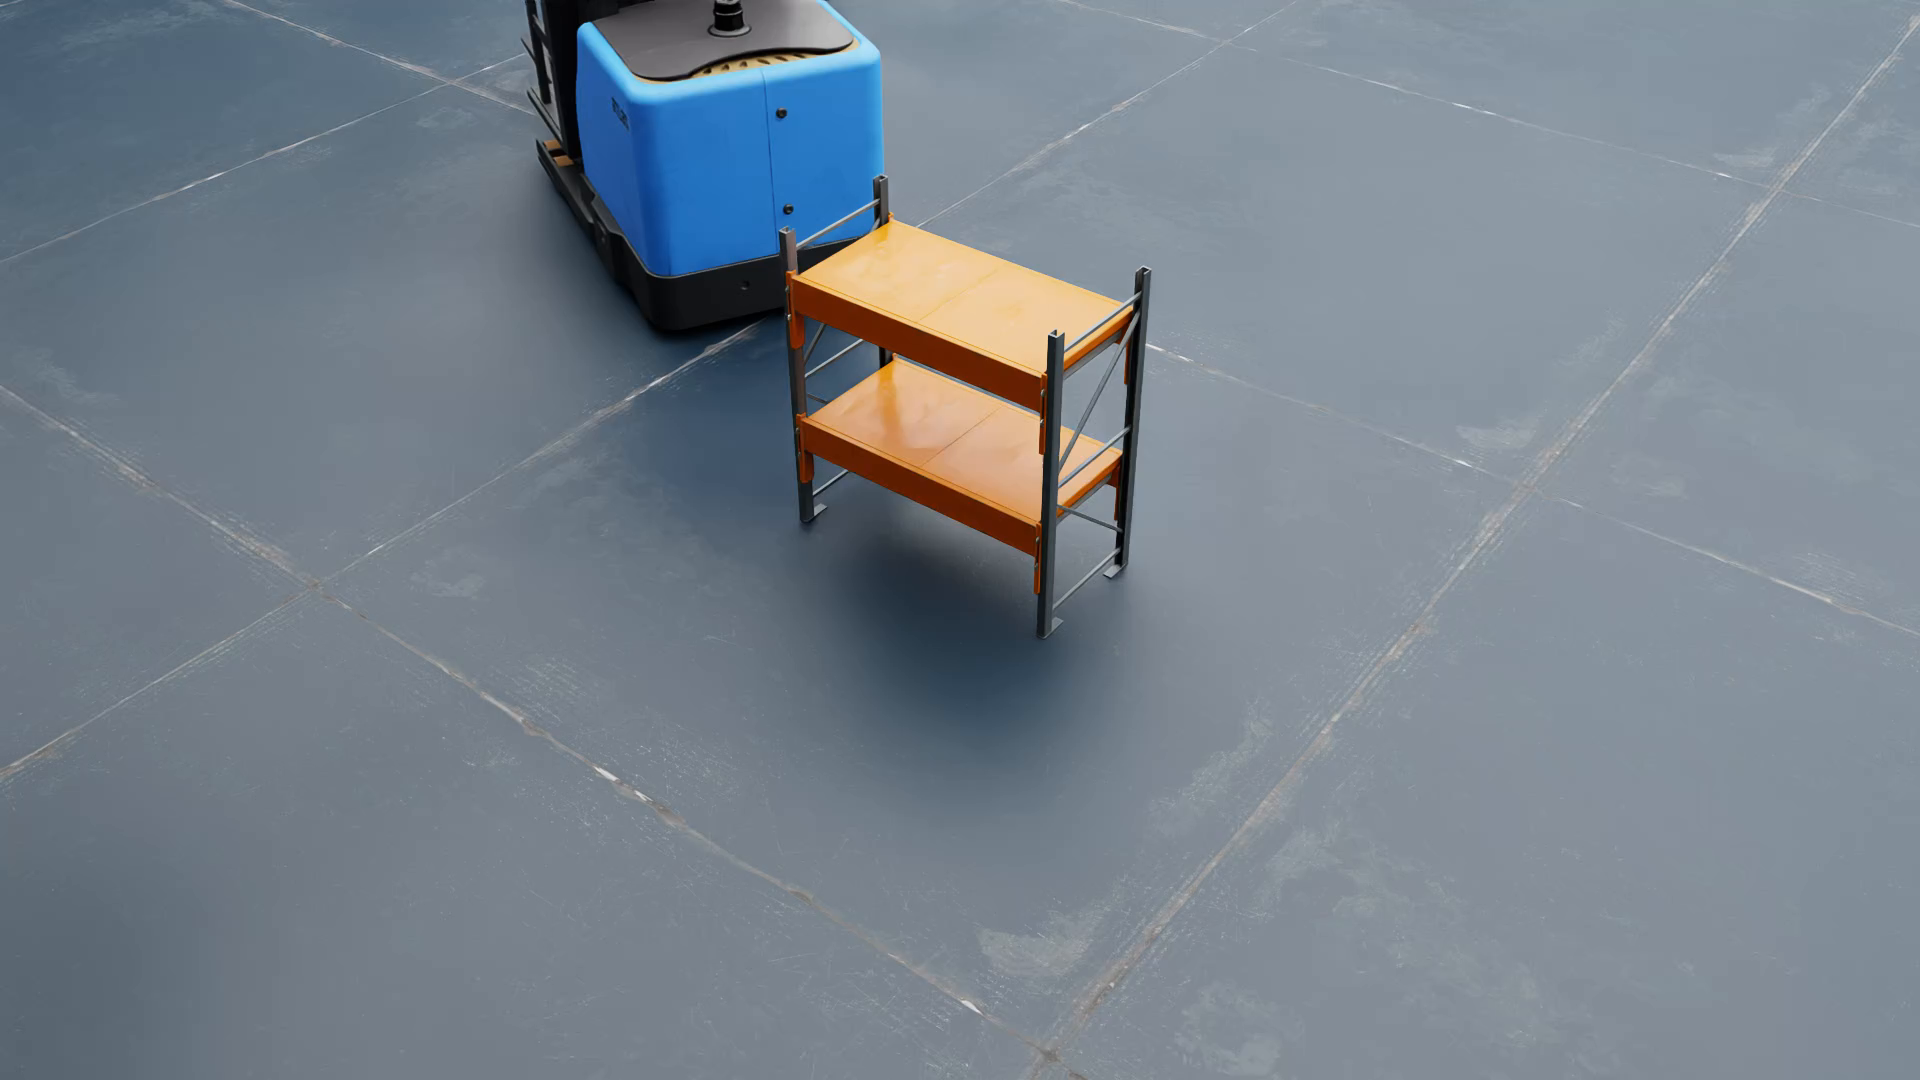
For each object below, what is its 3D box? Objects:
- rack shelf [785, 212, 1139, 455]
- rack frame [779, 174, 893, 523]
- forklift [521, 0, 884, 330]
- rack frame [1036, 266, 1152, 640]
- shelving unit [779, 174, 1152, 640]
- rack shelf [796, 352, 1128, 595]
[{"bbox_3d":[0.005,-0.671,5.220,1.000,0.278,0.538,25,45,29],"label":"rack shelf"},{"bbox_3d":[-0.398,-0.631,5.643,0.032,1.125,0.500,25,45,29],"label":"rack frame"},{"bbox_3d":[-1.376,-2.905,7.082,1.130,2.935,3.031,-16,41,-20],"label":"forklift"},{"bbox_3d":[0.409,-0.250,5.157,0.032,1.125,0.500,25,45,29],"label":"rack frame"},{"bbox_3d":[0.005,-0.440,5.400,1.048,1.125,0.538,25,45,29],"label":"shelving unit"},{"bbox_3d":[0.005,-0.248,5.551,1.000,0.278,0.538,25,45,29],"label":"rack shelf"}]
